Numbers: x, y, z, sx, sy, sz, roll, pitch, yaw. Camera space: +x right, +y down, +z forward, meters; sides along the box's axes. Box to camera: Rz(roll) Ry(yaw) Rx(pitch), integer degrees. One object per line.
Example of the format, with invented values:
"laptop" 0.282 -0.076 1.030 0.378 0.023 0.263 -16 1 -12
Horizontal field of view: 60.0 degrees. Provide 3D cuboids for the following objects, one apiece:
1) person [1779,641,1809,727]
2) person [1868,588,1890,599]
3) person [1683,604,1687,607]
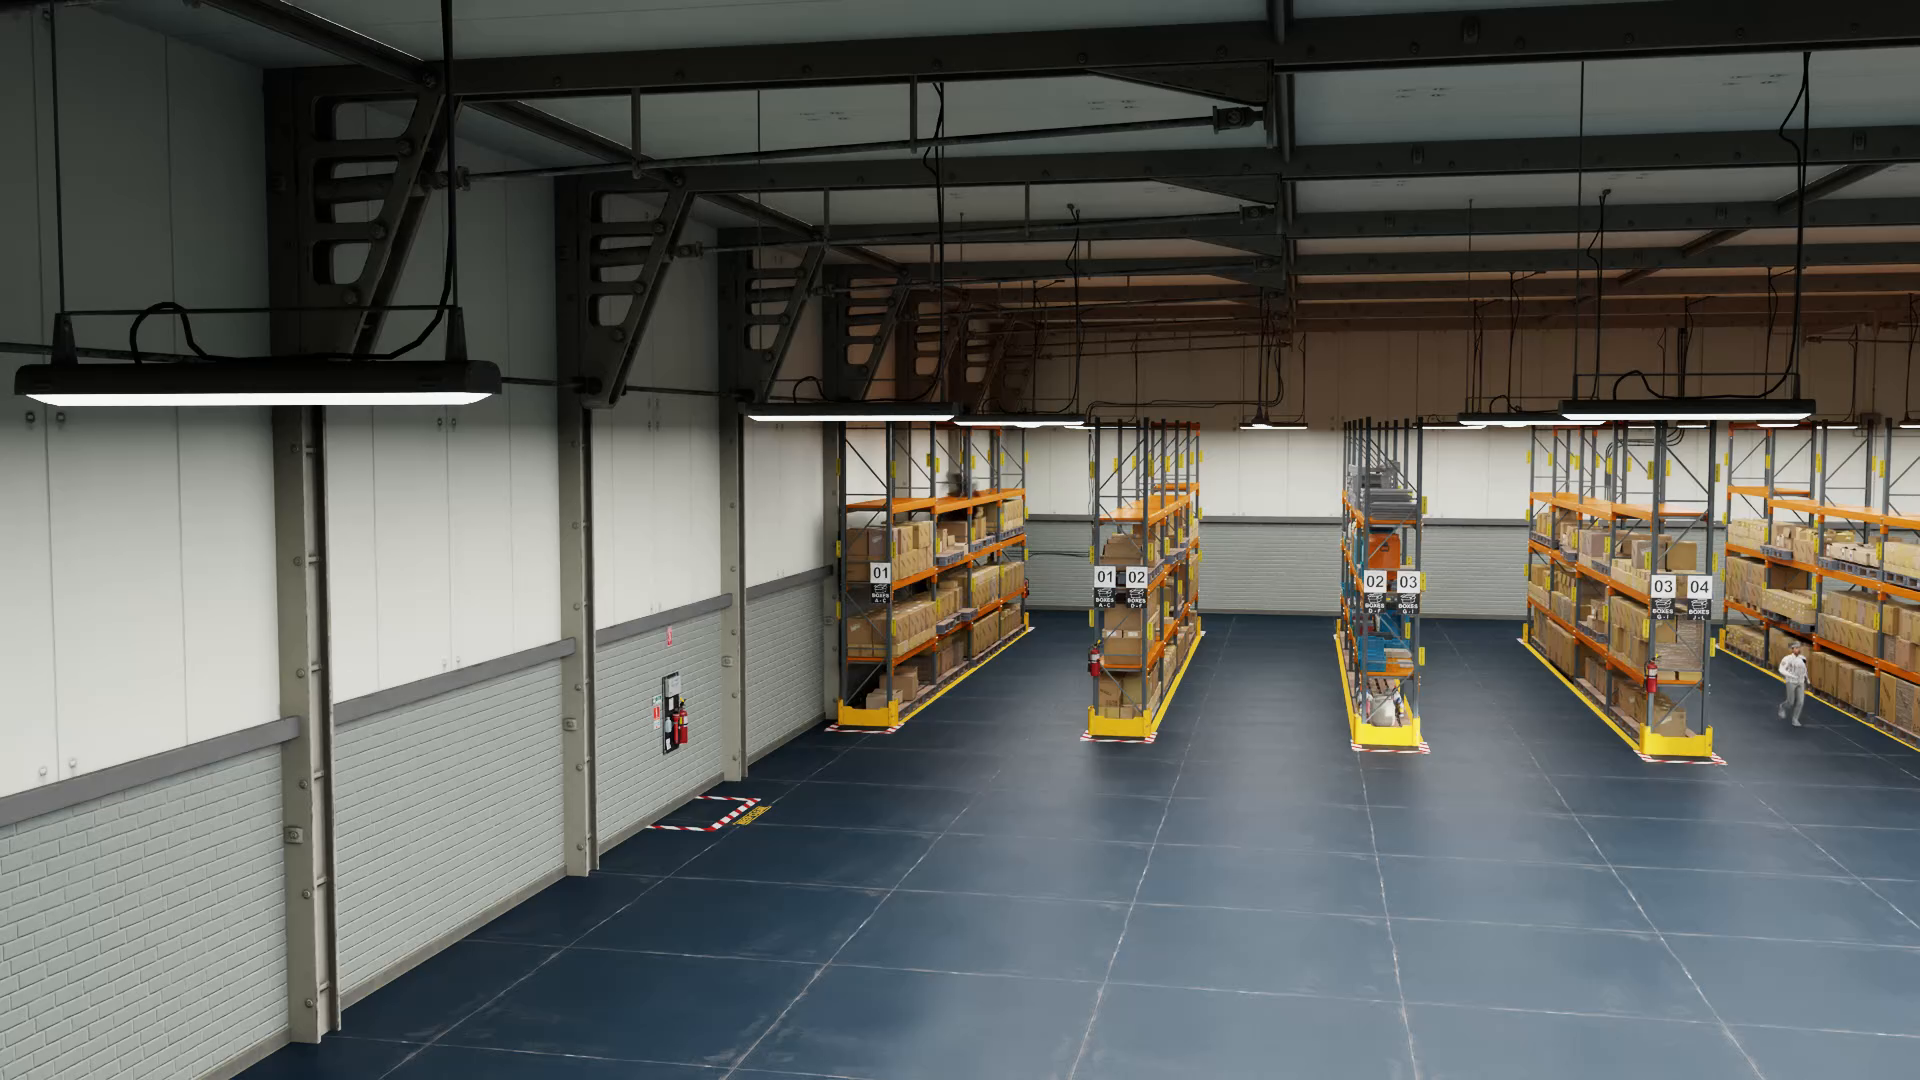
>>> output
"person" 16.293 2.782 32.480 0.619 1.663 0.684 0 4 -1
"person" 24.581 1.935 44.726 0.838 1.841 0.701 1 4 14
"person" 19.007 2.042 44.462 0.831 1.598 0.638 -3 5 -38
